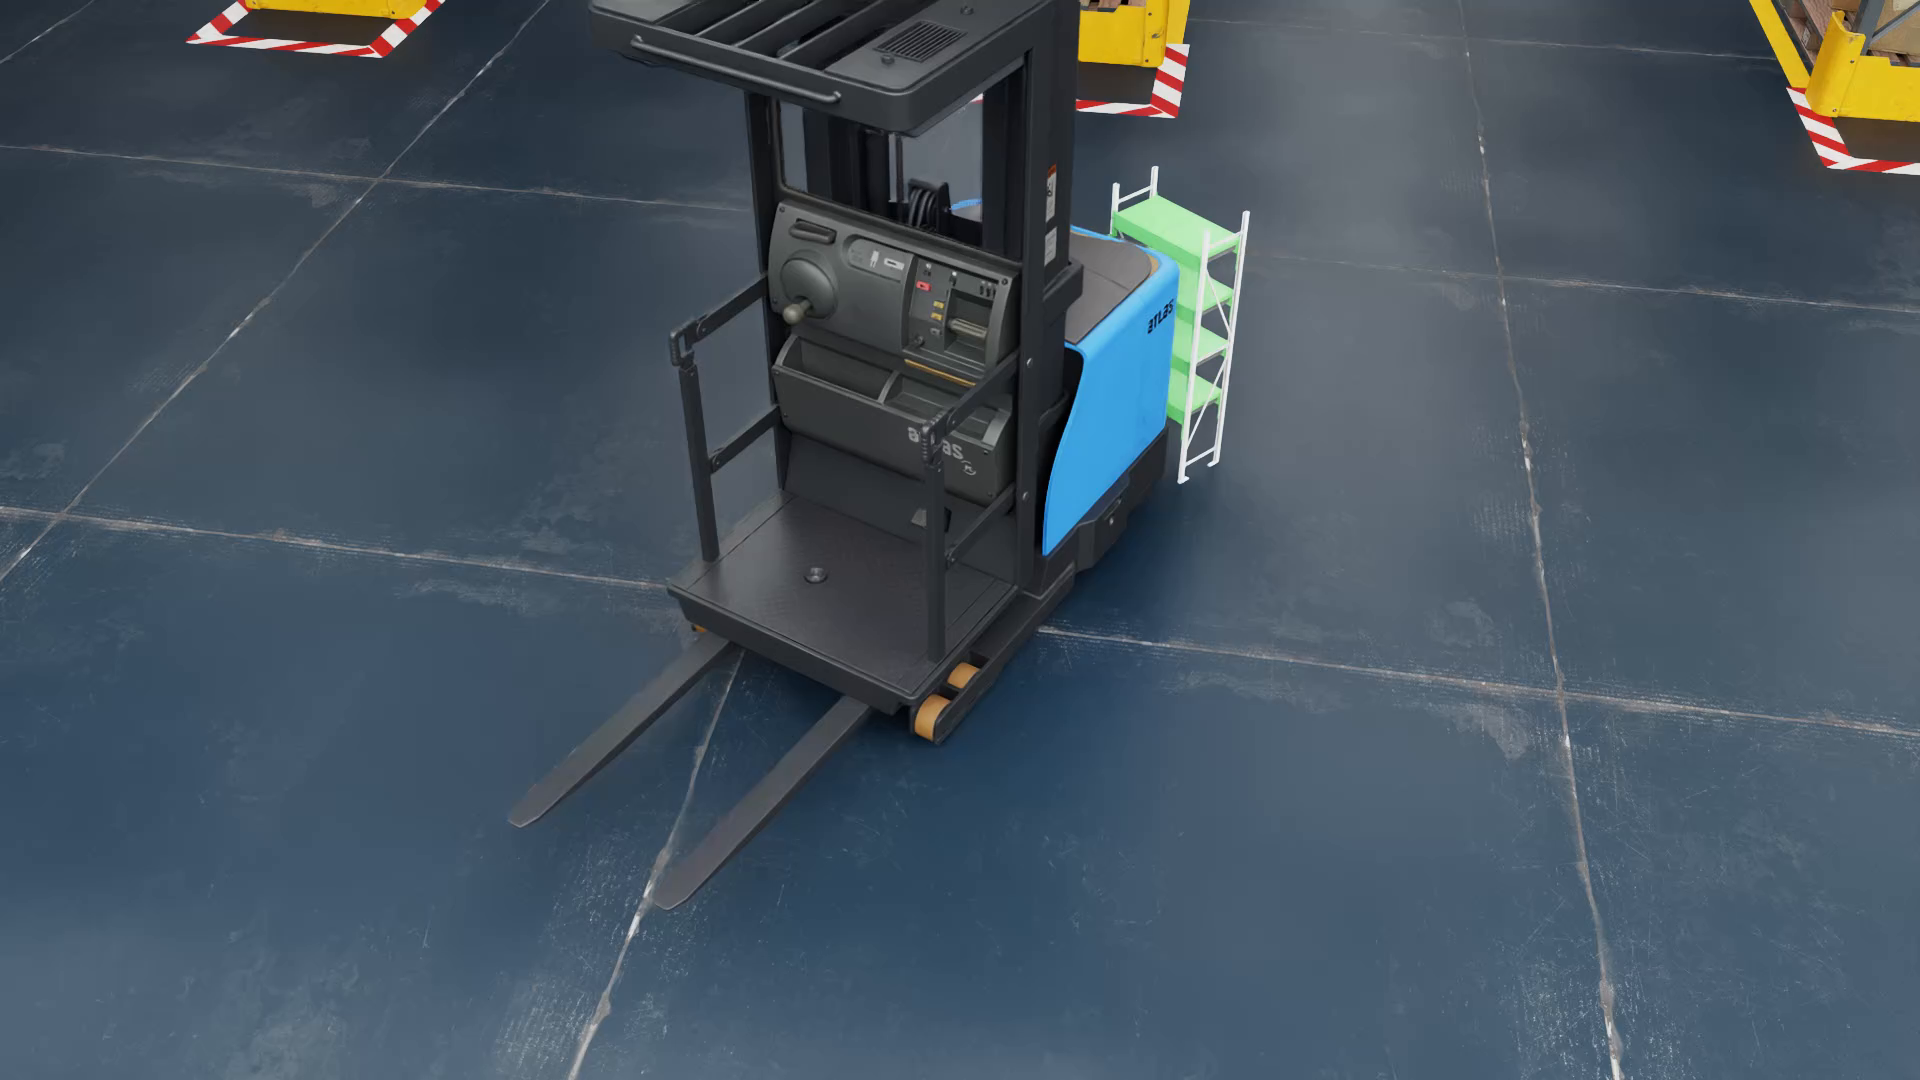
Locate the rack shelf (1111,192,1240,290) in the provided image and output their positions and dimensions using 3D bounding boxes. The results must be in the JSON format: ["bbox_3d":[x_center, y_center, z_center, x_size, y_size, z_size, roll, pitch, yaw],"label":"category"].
[{"bbox_3d":[0.859,-1.191,6.596,0.258,0.148,0.480,-29,47,-30],"label":"rack shelf"}]

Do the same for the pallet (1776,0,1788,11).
[{"bbox_3d":[6.015,-3.888,11.287,1.003,0.211,1.213,6,40,8],"label":"pallet"}]

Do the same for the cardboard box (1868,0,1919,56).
[{"bbox_3d":[5.737,-3.234,9.940,0.500,0.500,0.500,14,41,16],"label":"cardboard box"}]

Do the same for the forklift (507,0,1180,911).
[{"bbox_3d":[-0.355,-0.760,5.370,1.130,2.935,3.031,22,44,24],"label":"forklift"}]

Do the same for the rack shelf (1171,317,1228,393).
[{"bbox_3d":[0.859,-0.821,6.902,0.258,0.148,0.480,-29,47,-30],"label":"rack shelf"}]

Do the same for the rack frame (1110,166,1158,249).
[{"bbox_3d":[0.700,-0.989,7.004,0.240,1.200,0.015,-29,47,-30],"label":"rack frame"}]

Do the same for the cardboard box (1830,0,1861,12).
[{"bbox_3d":[5.807,-3.613,10.398,0.500,0.500,0.500,17,42,19],"label":"cardboard box"}]

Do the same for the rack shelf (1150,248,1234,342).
[{"bbox_3d":[0.859,-1.006,6.749,0.258,0.148,0.480,-29,47,-30],"label":"rack shelf"}]

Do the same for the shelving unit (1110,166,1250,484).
[{"bbox_3d":[0.859,-0.870,6.861,0.258,1.200,0.503,-29,47,-30],"label":"shelving unit"}]

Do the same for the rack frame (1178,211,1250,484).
[{"bbox_3d":[1.018,-0.752,6.718,0.240,1.200,0.015,-29,47,-30],"label":"rack frame"}]

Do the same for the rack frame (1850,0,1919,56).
[{"bbox_3d":[5.613,-3.645,8.805,1.000,3.000,0.127,6,40,8],"label":"rack frame"}]

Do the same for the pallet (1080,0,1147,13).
[{"bbox_3d":[0.847,-3.679,11.034,1.003,0.211,1.213,6,40,8],"label":"pallet"}]

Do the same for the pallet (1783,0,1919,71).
[{"bbox_3d":[5.801,-3.124,10.363,1.003,0.211,1.213,6,40,8],"label":"pallet"}]

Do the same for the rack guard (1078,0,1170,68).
[{"bbox_3d":[0.701,-3.281,10.326,1.175,0.500,0.348,6,40,8],"label":"rack guard"}]

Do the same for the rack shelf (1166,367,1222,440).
[{"bbox_3d":[0.859,-0.636,7.055,0.258,0.148,0.480,-29,47,-30],"label":"rack shelf"}]

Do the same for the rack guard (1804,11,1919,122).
[{"bbox_3d":[5.626,-2.730,9.659,1.175,0.500,0.348,6,40,8],"label":"rack guard"}]

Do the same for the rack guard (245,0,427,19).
[{"bbox_3d":[-4.148,-3.762,10.907,1.175,0.500,0.348,6,40,8],"label":"rack guard"}]
